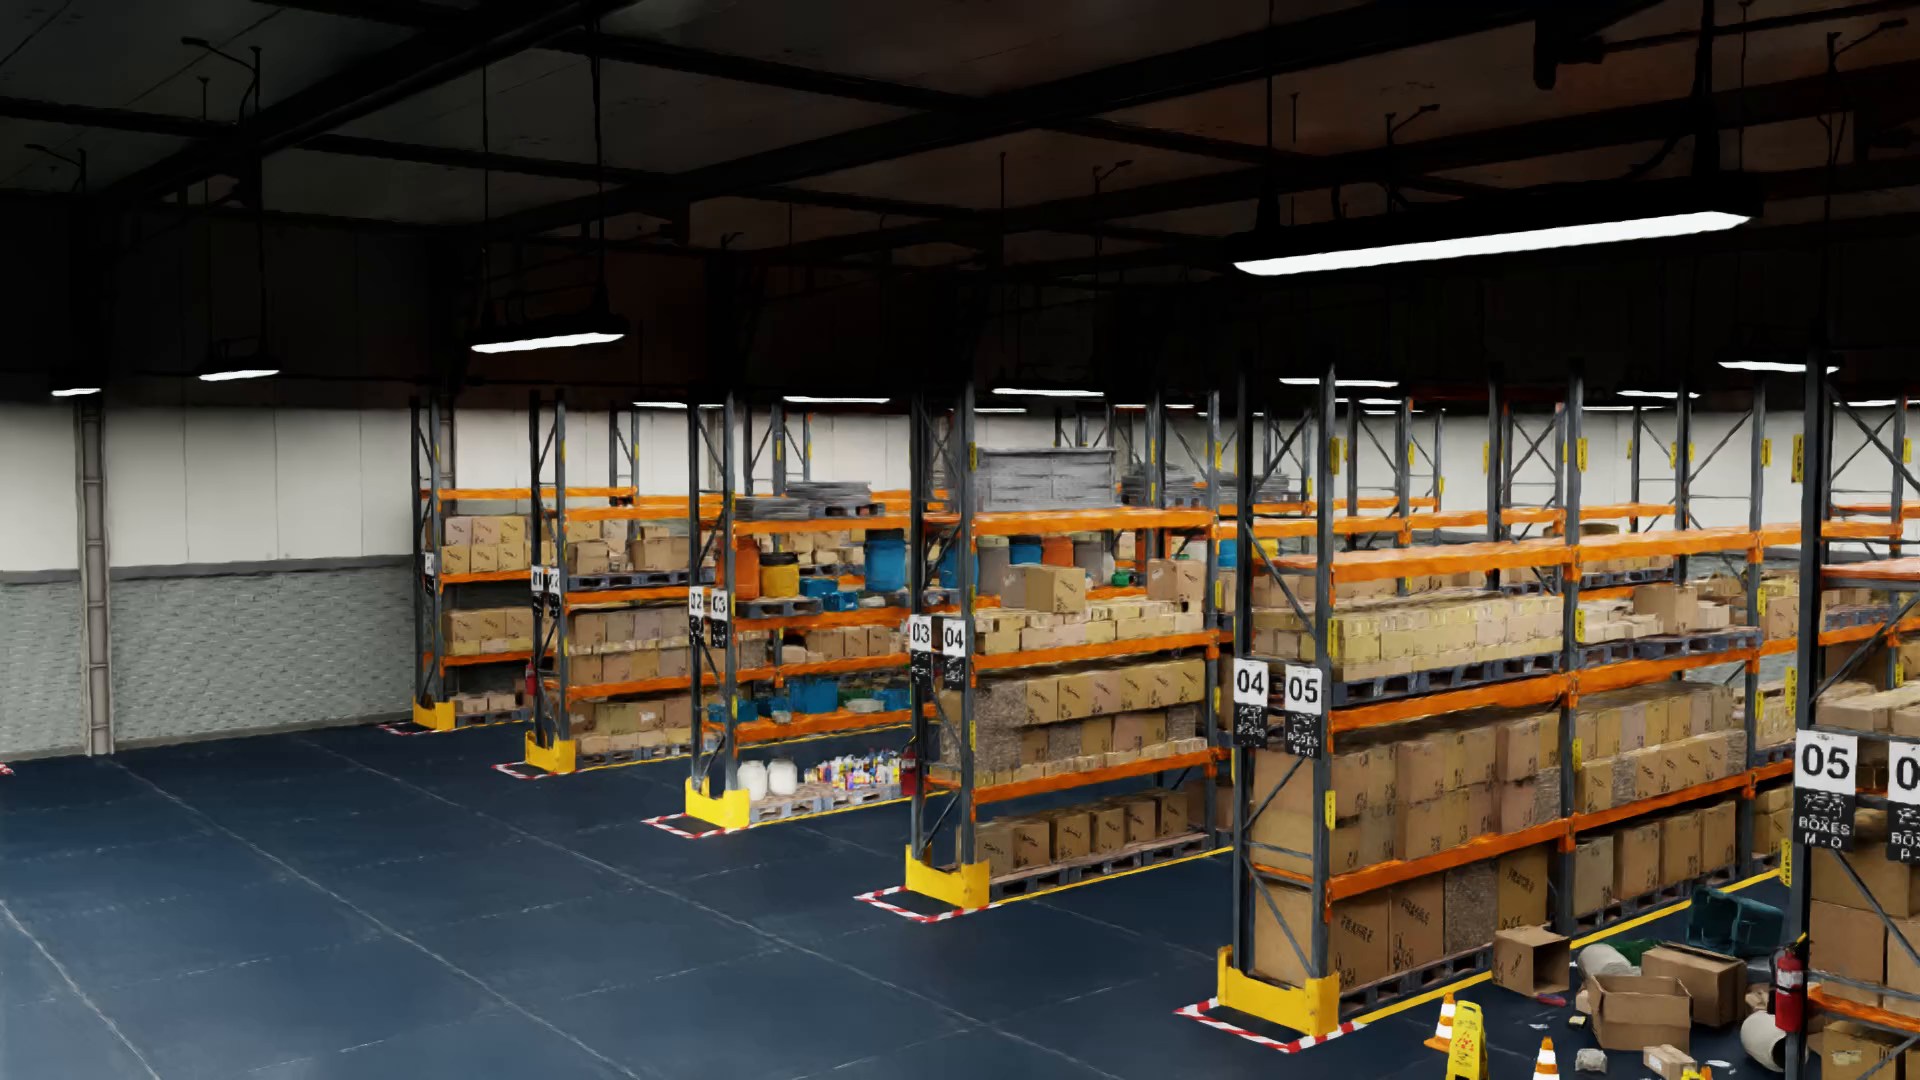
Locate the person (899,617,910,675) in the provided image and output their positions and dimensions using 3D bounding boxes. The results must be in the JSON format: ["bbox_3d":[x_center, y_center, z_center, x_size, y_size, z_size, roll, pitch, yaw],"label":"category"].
[{"bbox_3d":[-1.121,2.185,35.342,1.091,1.663,0.547,-3,5,-42],"label":"person"}]

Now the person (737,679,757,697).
[{"bbox_3d":[-3.931,2.502,30.790,0.422,1.677,0.502,1,4,19],"label":"person"}]

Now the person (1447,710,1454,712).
[{"bbox_3d":[6.806,2.915,22.643,0.404,1.787,0.677,3,4,38],"label":"person"}]
